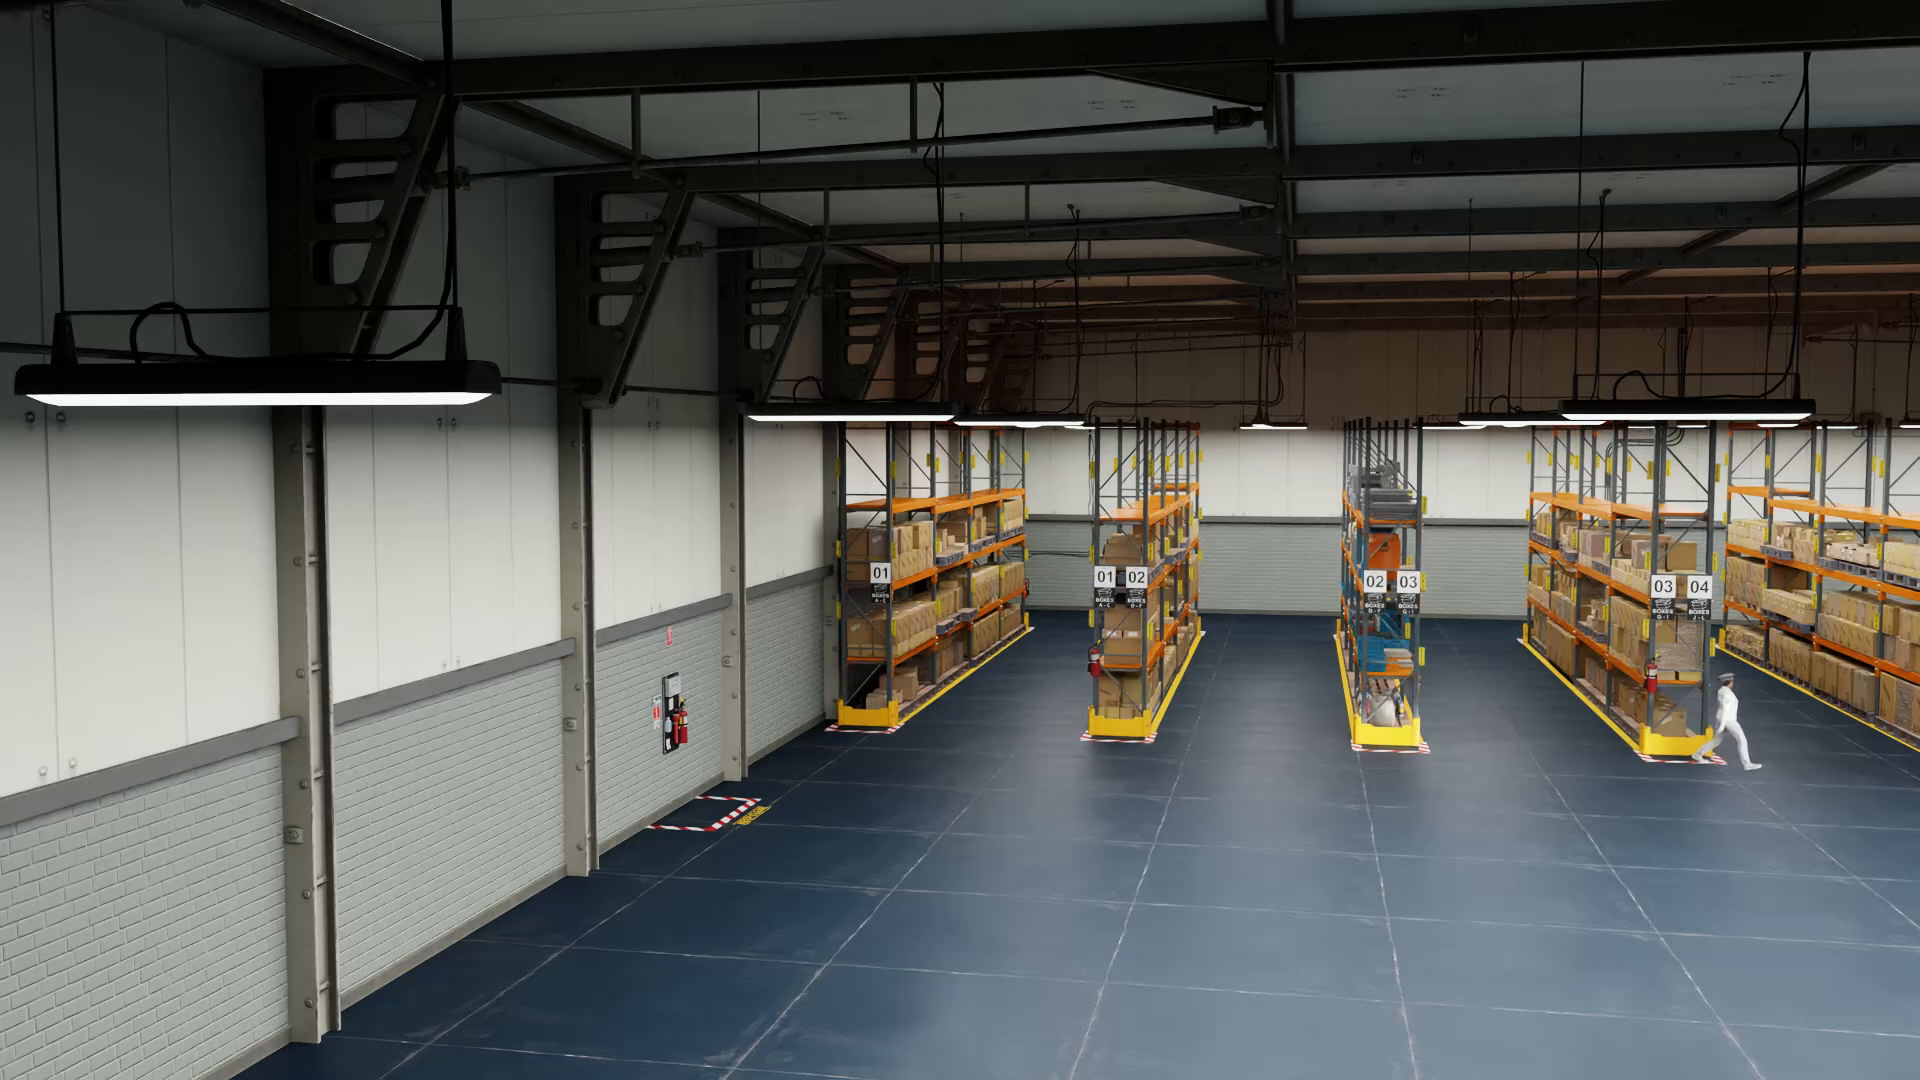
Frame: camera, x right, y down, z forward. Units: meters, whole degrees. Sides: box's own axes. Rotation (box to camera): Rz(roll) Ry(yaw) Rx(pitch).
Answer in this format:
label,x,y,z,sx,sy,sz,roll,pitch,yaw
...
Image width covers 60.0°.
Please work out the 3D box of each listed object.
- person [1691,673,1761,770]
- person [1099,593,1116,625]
label,x,y,z,sx,sy,sz,roll,pitch,yaw
person,13.084,3.086,28.366,1.000,1.606,0.534,0,4,2
person,4.392,1.725,48.741,0.589,1.651,0.499,2,4,29
